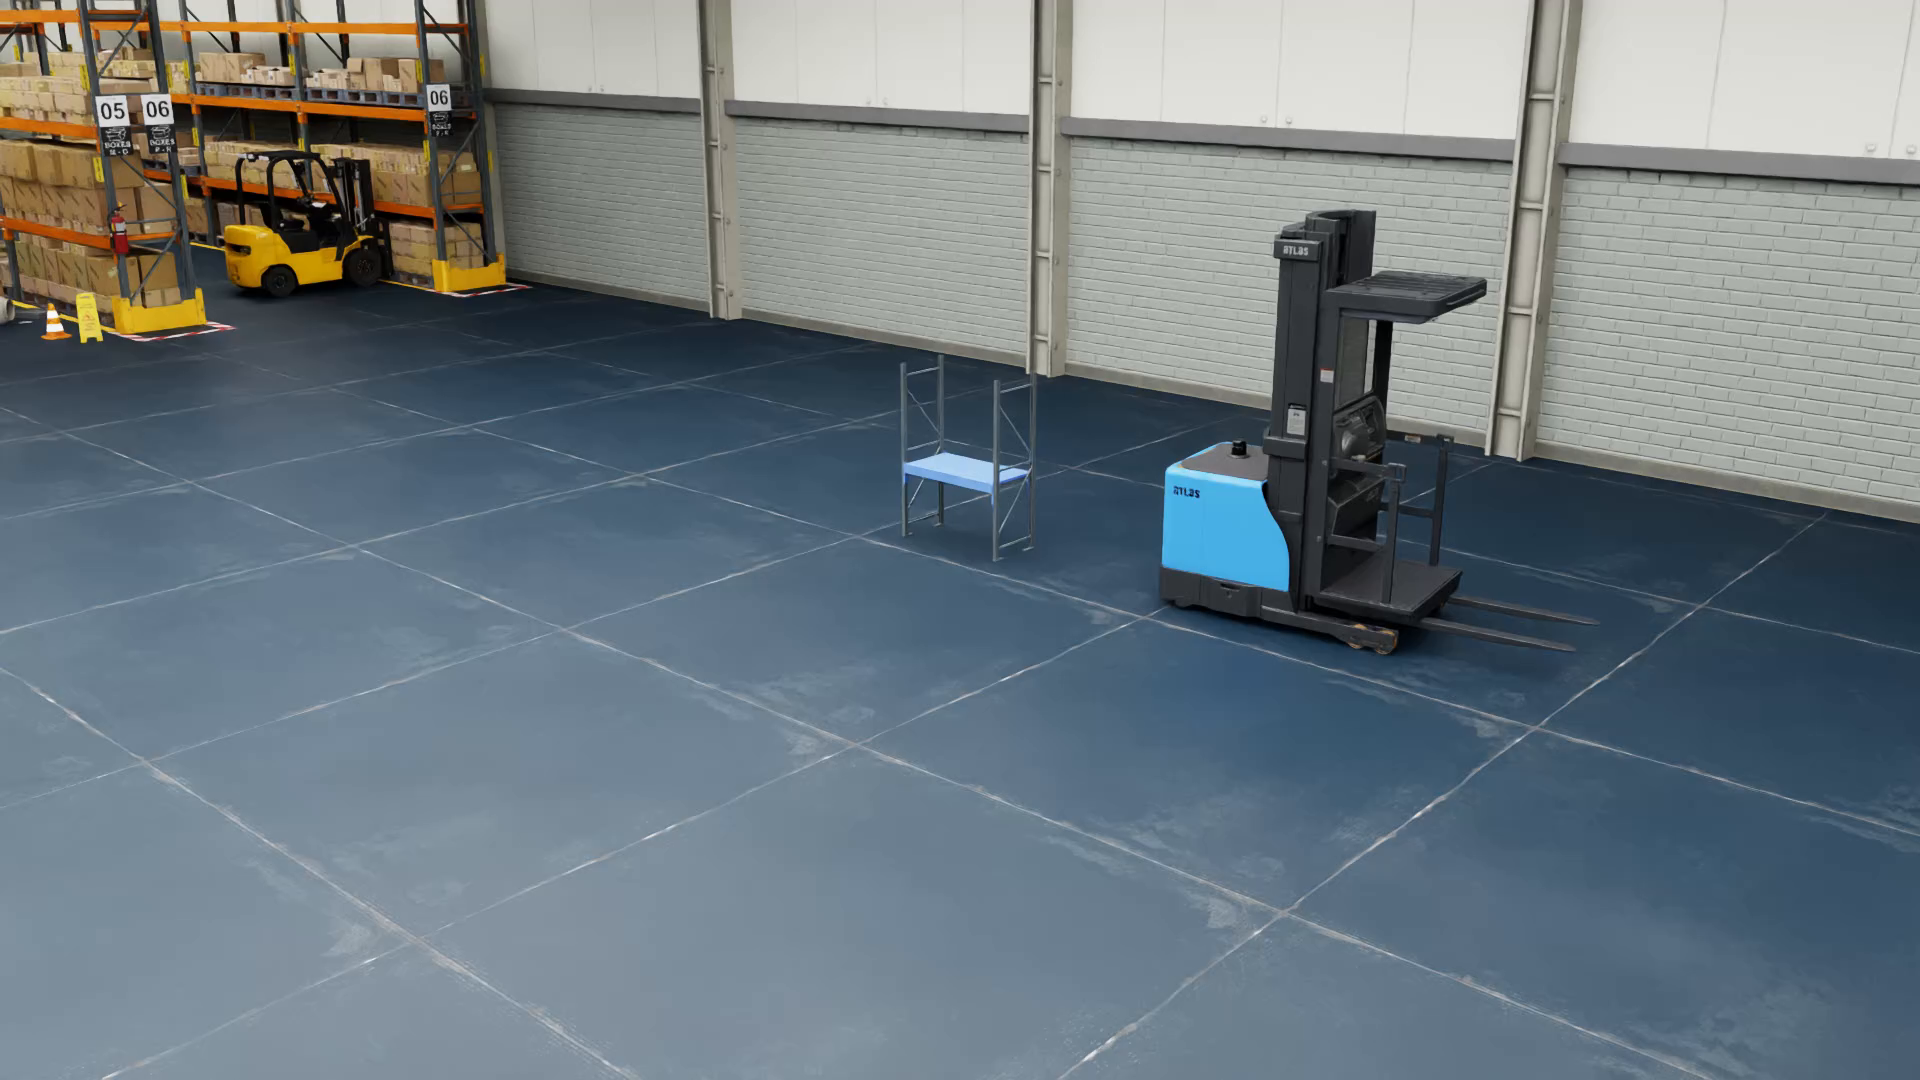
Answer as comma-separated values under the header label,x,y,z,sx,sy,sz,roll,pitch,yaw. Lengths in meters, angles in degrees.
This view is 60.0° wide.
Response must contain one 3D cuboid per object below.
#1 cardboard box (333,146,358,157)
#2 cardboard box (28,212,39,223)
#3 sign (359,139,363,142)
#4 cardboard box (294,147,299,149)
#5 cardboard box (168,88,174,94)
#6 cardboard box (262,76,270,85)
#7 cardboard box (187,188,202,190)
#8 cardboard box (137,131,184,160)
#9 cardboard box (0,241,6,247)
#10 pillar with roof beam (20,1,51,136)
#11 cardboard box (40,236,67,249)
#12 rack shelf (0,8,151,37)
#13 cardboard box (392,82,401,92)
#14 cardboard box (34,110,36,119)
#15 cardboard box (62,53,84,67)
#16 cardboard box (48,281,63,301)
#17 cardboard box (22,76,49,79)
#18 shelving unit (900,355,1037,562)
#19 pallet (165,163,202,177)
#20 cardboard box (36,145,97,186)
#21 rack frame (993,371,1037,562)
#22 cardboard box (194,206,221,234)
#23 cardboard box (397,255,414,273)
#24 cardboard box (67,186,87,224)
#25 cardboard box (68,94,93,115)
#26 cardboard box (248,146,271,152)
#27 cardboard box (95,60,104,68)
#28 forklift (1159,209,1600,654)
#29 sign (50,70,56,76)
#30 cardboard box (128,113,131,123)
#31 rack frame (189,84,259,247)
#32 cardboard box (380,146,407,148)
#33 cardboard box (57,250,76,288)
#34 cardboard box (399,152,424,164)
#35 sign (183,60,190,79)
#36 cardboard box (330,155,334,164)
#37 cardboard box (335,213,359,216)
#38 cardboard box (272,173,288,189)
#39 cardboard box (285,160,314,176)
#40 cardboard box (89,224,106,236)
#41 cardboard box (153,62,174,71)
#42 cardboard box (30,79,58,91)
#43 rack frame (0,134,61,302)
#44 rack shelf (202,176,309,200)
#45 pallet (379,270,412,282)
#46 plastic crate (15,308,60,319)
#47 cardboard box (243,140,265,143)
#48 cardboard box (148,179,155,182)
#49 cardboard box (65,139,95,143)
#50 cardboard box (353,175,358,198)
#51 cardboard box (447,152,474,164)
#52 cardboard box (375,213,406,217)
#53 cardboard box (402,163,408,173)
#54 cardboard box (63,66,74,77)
label,x,y,z,sx,sy,sz,roll,pitch,yaw
cardboard box,-10.361,-6.571,28.130,0.250,0.149,0.380,16,23,40
cardboard box,-13.644,-4.838,24.812,0.250,0.149,0.380,16,24,41
sign,-10.612,-6.936,29.447,0.005,0.325,0.100,15,23,39
cardboard box,-11.826,-7.054,30.144,0.250,0.149,0.380,15,23,39
cardboard box,-14.893,-8.670,31.762,0.500,0.250,0.500,15,23,39
cardboard box,-12.003,-8.070,29.178,0.250,0.149,0.380,15,23,39
cardboard box,-15.500,-7.025,33.655,0.250,0.149,0.380,15,23,40
cardboard box,-15.775,-7.805,32.886,0.500,0.500,0.700,15,23,39
cardboard box,-16.290,-4.725,27.691,0.625,0.372,0.950,14,23,38
pillar with roof beam,-24.230,-11.400,35.157,0.400,9.000,9.100,15,23,39
cardboard box,-13.367,-4.418,24.614,0.250,0.149,0.380,17,24,42
rack shelf,-12.775,-7.350,23.589,4.000,0.370,1.077,15,23,39
cardboard box,-8.809,-7.212,26.476,0.250,0.149,0.380,14,22,38
cardboard box,-13.046,-6.118,23.887,0.250,0.149,0.380,15,23,40
cardboard box,-18.259,-9.955,34.492,0.500,0.250,0.500,16,23,40
cardboard box,-13.204,-3.736,24.776,0.500,0.250,0.500,15,23,39
cardboard box,-13.889,-6.912,25.071,0.250,0.149,0.380,16,23,40
shelving unit,0.064,-0.698,13.831,1.048,1.500,0.538,15,23,39
pallet,-14.525,-7.192,32.132,1.003,0.211,1.213,15,23,39
cardboard box,-12.630,-5.335,23.653,0.500,0.500,0.700,15,23,39
rack frame,0.444,-0.596,13.509,0.032,1.500,0.500,15,23,39
cardboard box,-14.430,-6.208,32.153,0.500,0.500,0.500,16,24,41
cardboard box,-8.914,-4.571,27.409,0.500,0.250,0.500,15,23,39
cardboard box,-12.240,-4.771,23.529,0.500,0.500,0.500,15,23,39
cardboard box,-11.841,-5.975,22.777,0.500,0.250,0.500,15,23,39
cardboard box,-12.607,-7.021,30.038,0.250,0.149,0.380,14,23,38
cardboard box,-17.030,-9.507,33.214,0.250,0.149,0.380,16,24,41
forklift,3.011,-0.783,11.735,3.031,2.935,1.130,12,21,32
sign,-13.917,-7.037,25.512,0.005,0.325,0.100,15,23,39
cardboard box,-11.568,-5.916,23.250,0.250,0.149,0.380,14,22,38
rack frame,-13.971,-7.163,31.724,0.127,3.000,1.000,15,23,39
cardboard box,-9.604,-6.599,28.215,0.250,0.149,0.380,15,23,39
cardboard box,-12.817,-3.989,24.334,0.500,0.500,0.500,14,23,38
cardboard box,-8.814,-6.169,26.861,0.250,0.149,0.380,16,23,40
sign,-14.333,-8.717,30.807,0.005,0.325,0.100,15,23,39
cardboard box,-10.507,-6.496,28.383,0.250,0.149,0.380,15,23,39
cardboard box,-10.450,-5.453,28.534,0.500,0.250,0.500,15,23,39
cardboard box,-11.910,-6.430,29.663,0.500,0.250,0.500,15,23,39
cardboard box,-11.516,-6.568,29.269,0.500,0.250,0.500,14,23,38
cardboard box,-11.964,-4.366,23.325,0.250,0.149,0.380,15,23,39
cardboard box,-15.205,-9.066,31.857,0.250,0.149,0.380,14,23,38
cardboard box,-13.035,-6.496,23.759,0.250,0.149,0.380,16,23,40
rack frame,-14.271,-5.236,25.652,0.127,3.000,1.000,15,23,39
rack shelf,-12.475,-6.419,30.568,4.000,0.370,1.077,15,23,39
pallet,-9.496,-4.617,28.310,1.213,0.211,1.003,15,23,39
plastic crate,-13.641,-3.344,24.516,0.583,0.080,0.402,7,19,21
cardboard box,-13.323,-7.473,31.463,0.250,0.149,0.380,16,23,41
cardboard box,-16.645,-7.253,33.879,0.250,0.149,0.380,14,22,37
cardboard box,-18.639,-8.388,35.338,0.500,0.250,0.500,14,23,38
cardboard box,-10.041,-6.057,28.074,0.500,0.500,0.500,15,23,39
cardboard box,-8.097,-6.171,26.869,0.250,0.149,0.380,14,23,38
cardboard box,-9.724,-5.468,28.582,0.500,0.250,0.500,15,23,40
cardboard box,-8.797,-6.031,26.917,0.250,0.149,0.380,16,23,40
cardboard box,-18.261,-9.714,34.559,0.500,0.250,0.500,16,23,40
